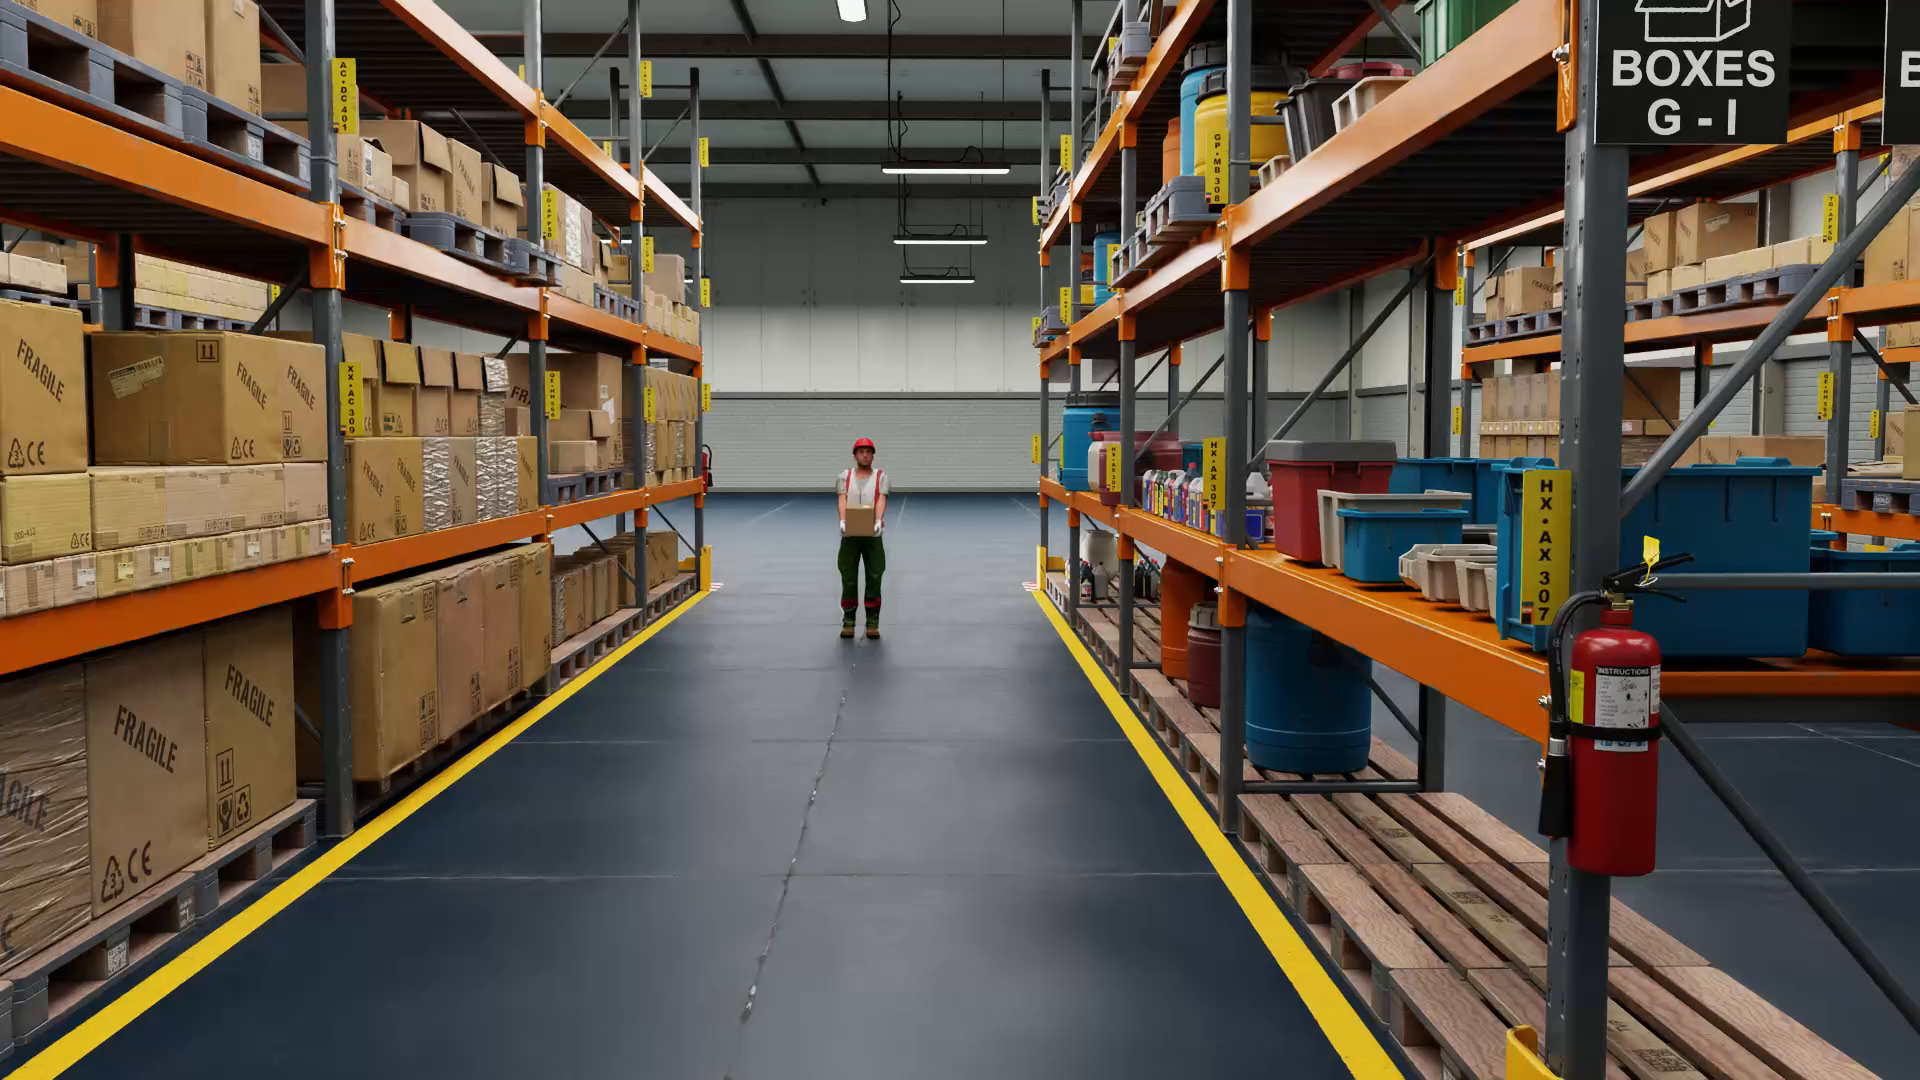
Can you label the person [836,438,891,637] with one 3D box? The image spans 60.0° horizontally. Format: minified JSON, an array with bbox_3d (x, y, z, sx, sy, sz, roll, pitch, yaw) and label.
[{"bbox_3d":[-0.869,-0.021,14.860,0.493,1.782,0.564,0,4,-1],"label":"person"}]
